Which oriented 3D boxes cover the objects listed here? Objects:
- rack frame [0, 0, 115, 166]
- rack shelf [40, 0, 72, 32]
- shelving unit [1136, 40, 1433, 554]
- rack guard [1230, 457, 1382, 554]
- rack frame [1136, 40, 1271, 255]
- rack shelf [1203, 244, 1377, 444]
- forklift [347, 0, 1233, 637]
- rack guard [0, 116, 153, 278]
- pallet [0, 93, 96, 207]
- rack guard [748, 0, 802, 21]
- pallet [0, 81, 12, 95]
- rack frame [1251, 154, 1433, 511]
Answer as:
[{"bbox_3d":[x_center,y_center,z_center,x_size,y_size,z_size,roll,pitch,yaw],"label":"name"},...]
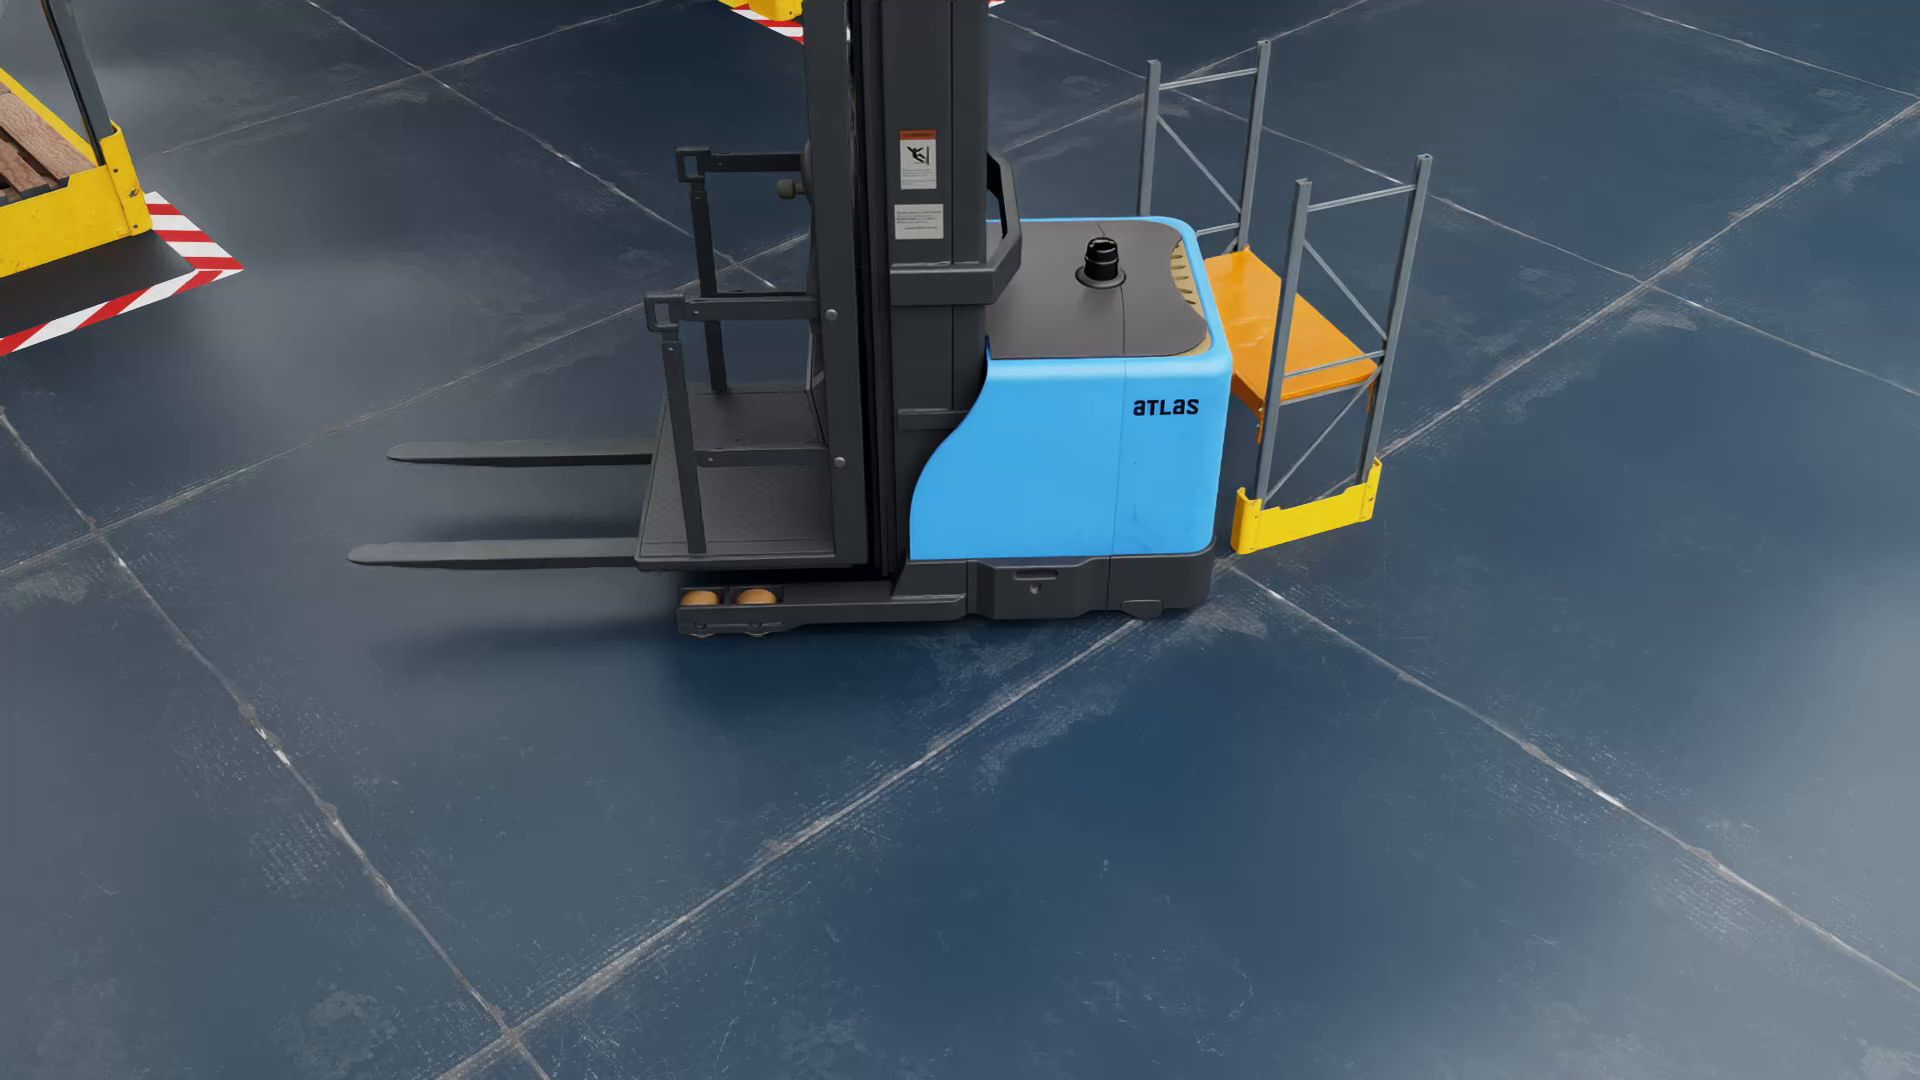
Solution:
[{"bbox_3d":[-4.391,-2.513,6.974,1.000,3.000,0.127,-30,48,-32],"label":"rack frame"},{"bbox_3d":[-5.744,-3.159,8.346,1.077,0.370,4.000,-30,48,-32],"label":"rack shelf"},{"bbox_3d":[1.103,-0.909,6.182,0.587,1.500,1.083,-15,41,-17],"label":"shelving unit"},{"bbox_3d":[1.293,-0.134,6.217,0.587,0.250,0.087,-15,41,-17],"label":"rack guard"},{"bbox_3d":[0.912,-1.199,6.541,0.500,1.500,0.032,-15,41,-17],"label":"rack frame"},{"bbox_3d":[1.106,-0.764,6.289,0.538,0.185,1.000,-15,41,-17],"label":"rack shelf"},{"bbox_3d":[-0.642,-1.141,5.330,3.031,2.935,1.130,-1,39,-2],"label":"forklift"},{"bbox_3d":[-4.477,-1.556,7.778,1.175,0.500,0.348,-30,48,-32],"label":"rack guard"},{"bbox_3d":[-5.023,-1.822,8.337,1.003,0.211,1.213,-30,48,-32],"label":"pallet"},{"bbox_3d":[-0.795,-3.680,10.409,1.175,0.500,0.348,-30,48,-32],"label":"rack guard"},{"bbox_3d":[-5.844,-2.386,9.036,1.003,0.211,1.213,-30,48,-32],"label":"pallet"},{"bbox_3d":[1.301,-0.609,5.810,0.500,1.500,0.032,-15,41,-17],"label":"rack frame"}]
